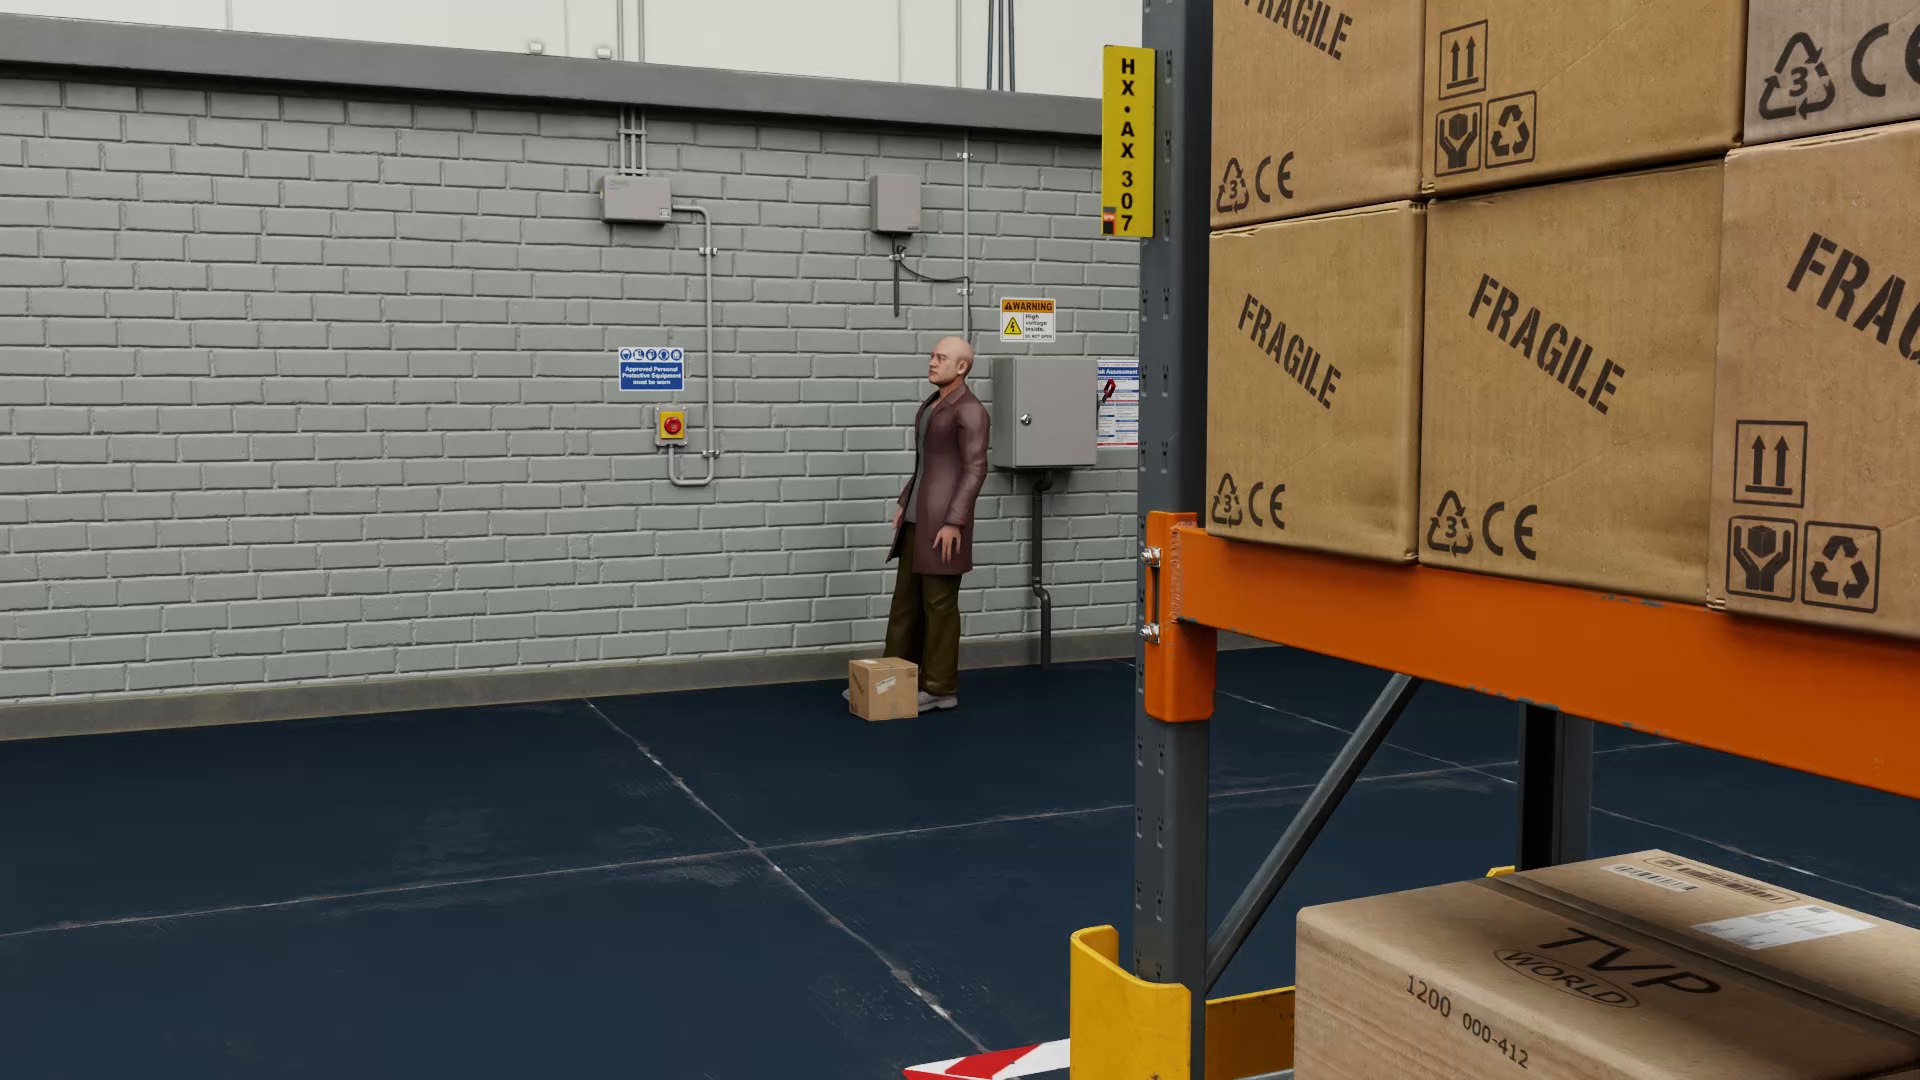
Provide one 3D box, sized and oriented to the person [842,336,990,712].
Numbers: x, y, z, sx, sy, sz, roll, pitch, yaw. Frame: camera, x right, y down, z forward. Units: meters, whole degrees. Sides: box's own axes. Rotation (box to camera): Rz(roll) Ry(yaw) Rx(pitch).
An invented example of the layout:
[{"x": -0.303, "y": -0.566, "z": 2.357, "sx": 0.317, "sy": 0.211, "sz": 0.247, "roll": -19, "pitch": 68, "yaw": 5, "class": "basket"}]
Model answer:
[{"x": -0.195, "y": -0.074, "z": 7.897, "sx": 0.582, "sy": 1.776, "sz": 0.696, "roll": -2, "pitch": 6, "yaw": -24, "class": "person"}]
